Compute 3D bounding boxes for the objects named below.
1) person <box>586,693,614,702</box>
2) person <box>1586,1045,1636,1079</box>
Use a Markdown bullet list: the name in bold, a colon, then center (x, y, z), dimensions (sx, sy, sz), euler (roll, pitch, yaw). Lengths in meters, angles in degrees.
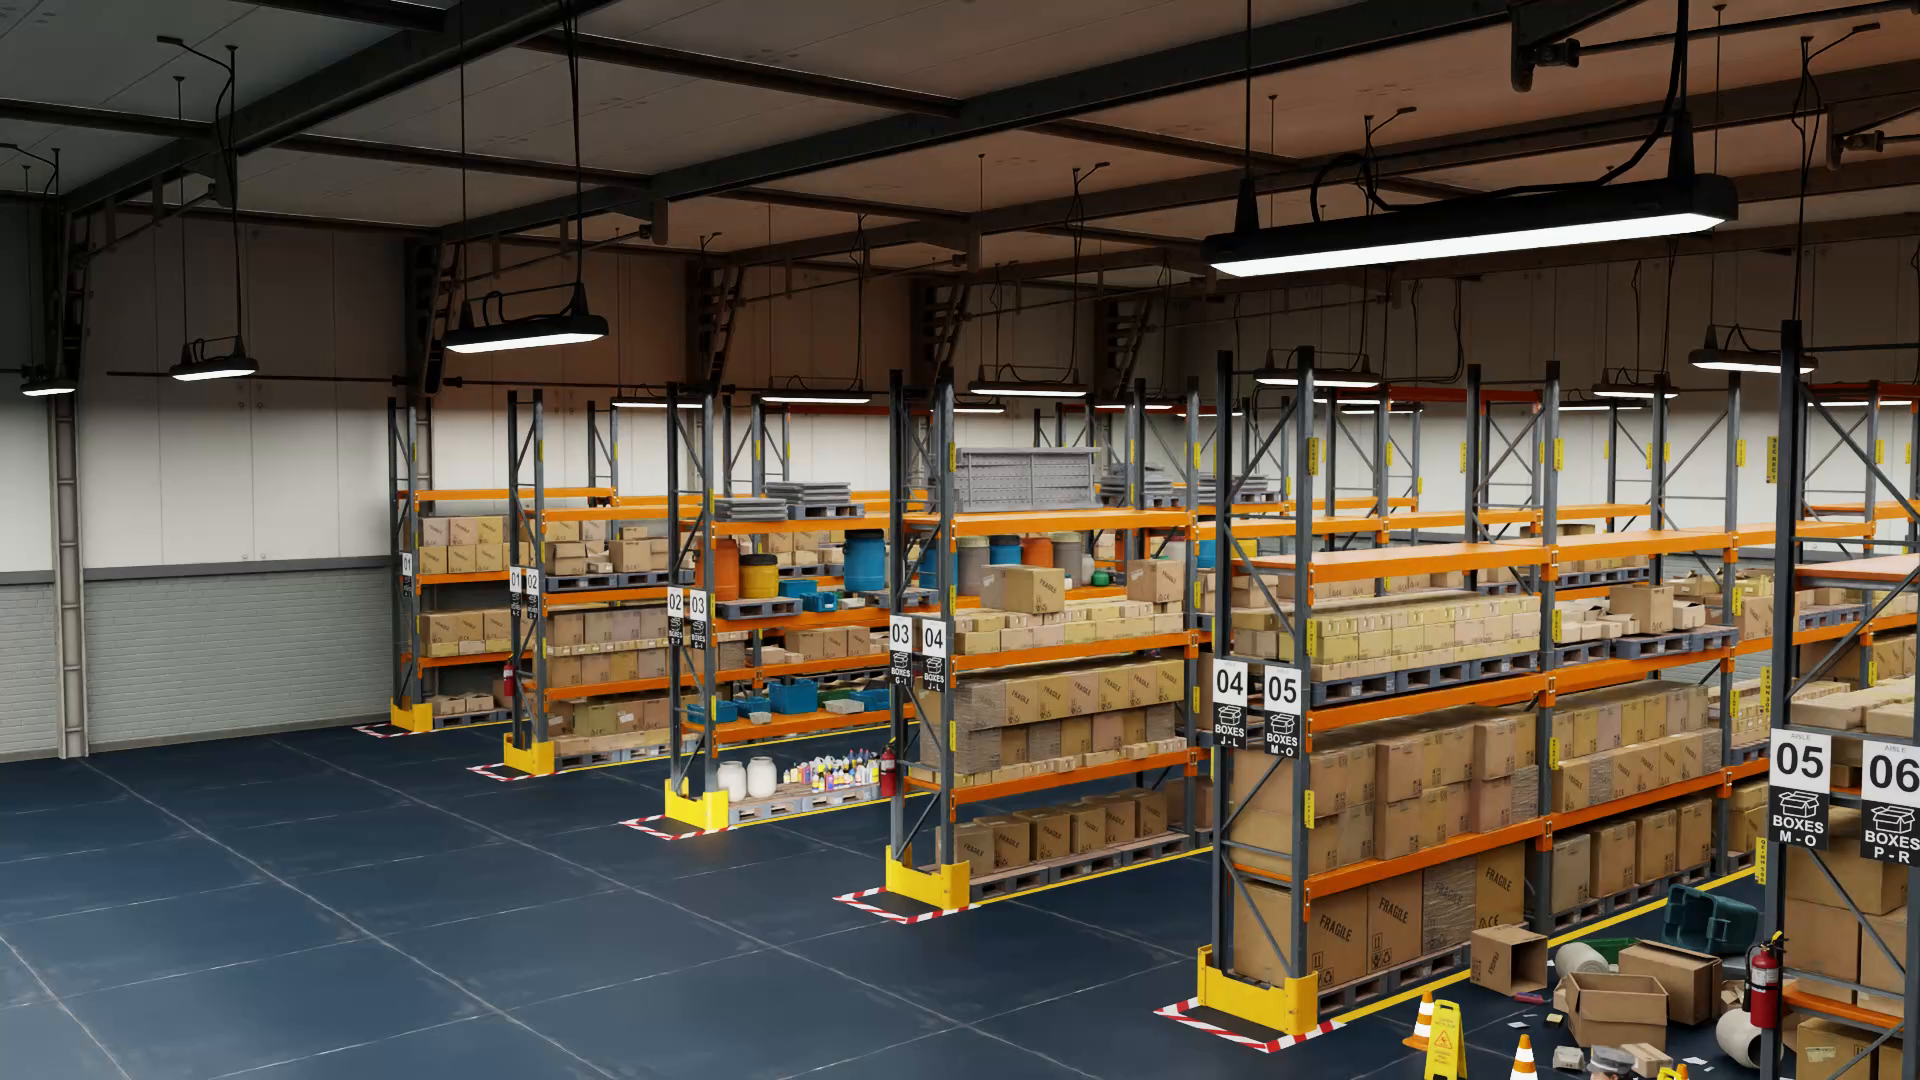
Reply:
- **person**: center (-6.600, 2.560, 30.425), dimensions (0.524, 1.607, 0.992), euler (1, 3, 14)
- **person**: center (3.732, 3.765, 9.767), dimensions (1.044, 1.610, 0.518), euler (0, 3, 4)
